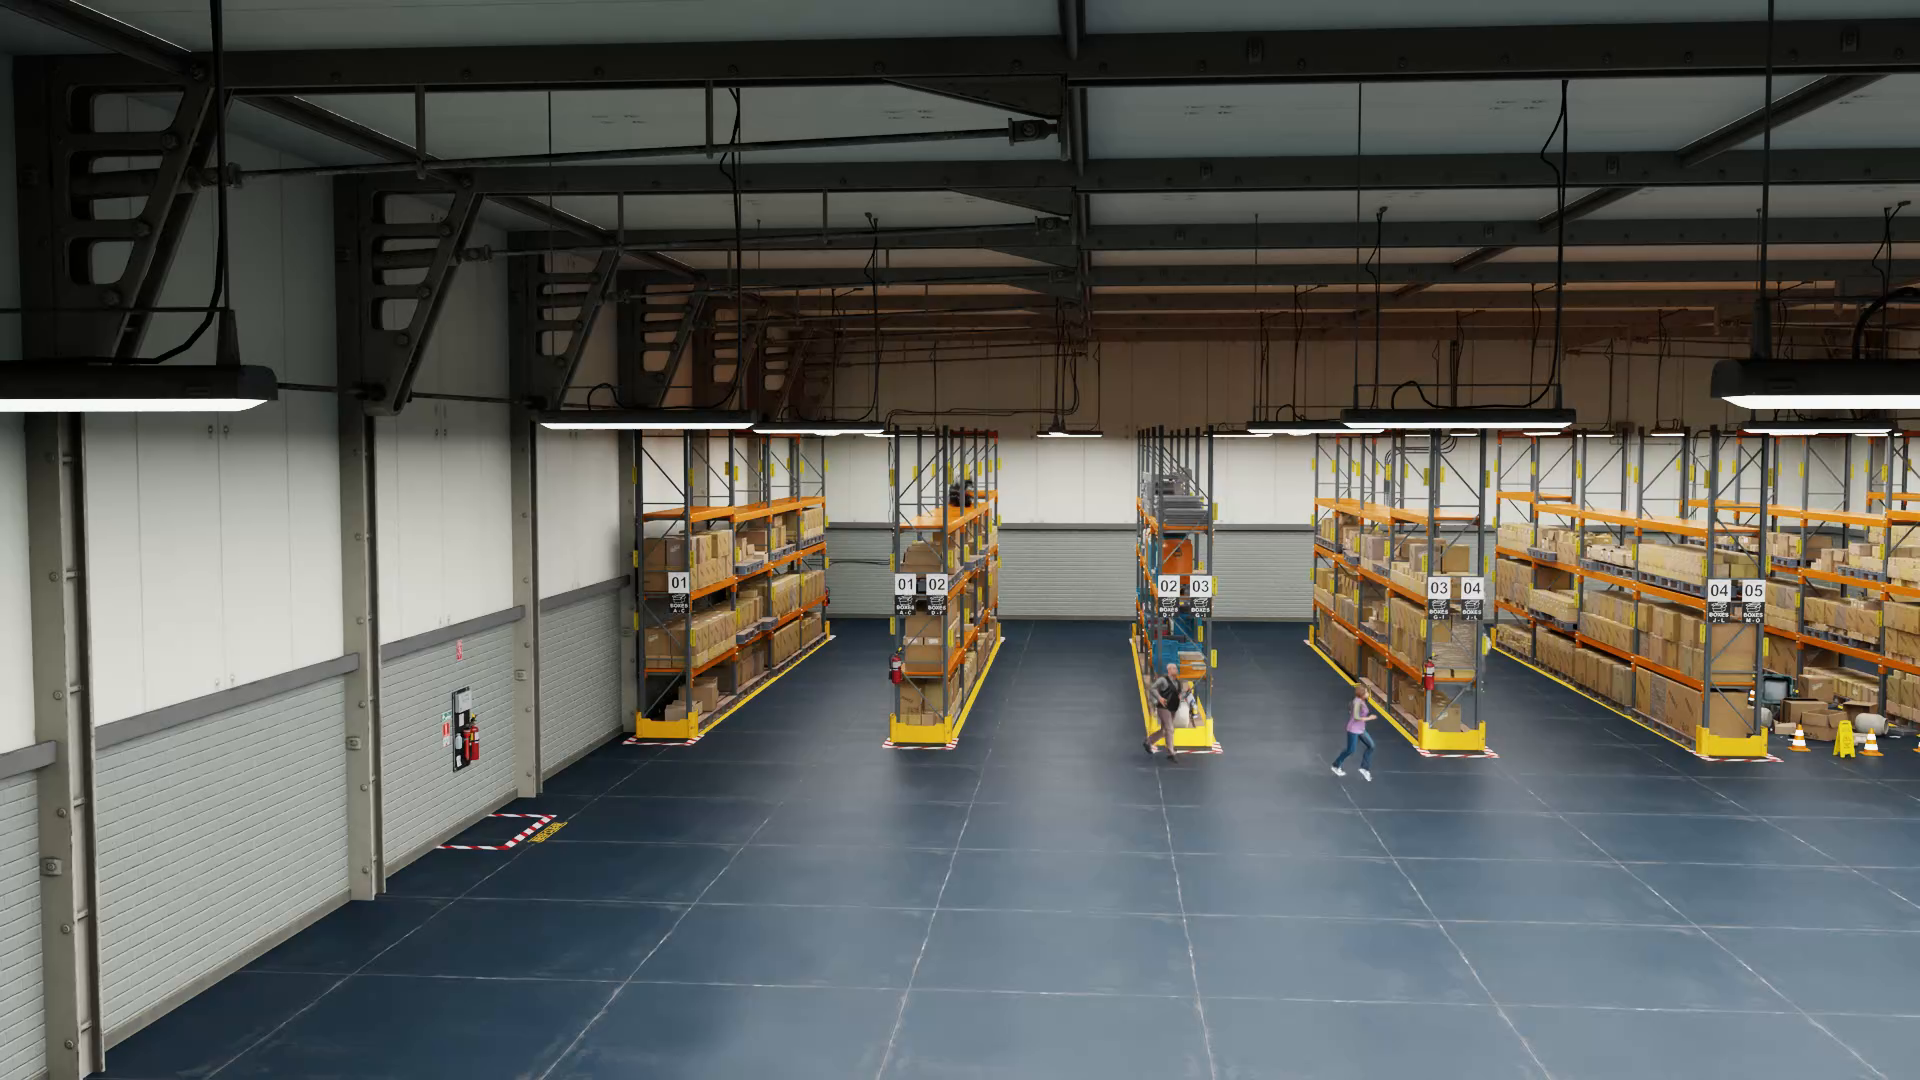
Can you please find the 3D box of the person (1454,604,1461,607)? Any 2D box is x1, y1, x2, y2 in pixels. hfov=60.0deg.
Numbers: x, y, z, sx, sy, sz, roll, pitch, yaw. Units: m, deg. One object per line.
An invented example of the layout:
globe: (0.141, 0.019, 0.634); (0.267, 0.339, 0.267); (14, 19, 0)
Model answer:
person: (13.783, 2.101, 46.979); (0.568, 1.615, 0.611); (-2, 4, -28)

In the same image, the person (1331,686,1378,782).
person: (6.649, 3.245, 27.994); (0.780, 1.616, 0.560); (2, 4, 30)

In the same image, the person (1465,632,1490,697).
person: (11.598, 2.640, 37.314); (0.620, 1.725, 0.865); (0, 3, 6)

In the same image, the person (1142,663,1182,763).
person: (3.735, 3.087, 29.946); (0.887, 1.740, 0.674); (3, 5, 43)
